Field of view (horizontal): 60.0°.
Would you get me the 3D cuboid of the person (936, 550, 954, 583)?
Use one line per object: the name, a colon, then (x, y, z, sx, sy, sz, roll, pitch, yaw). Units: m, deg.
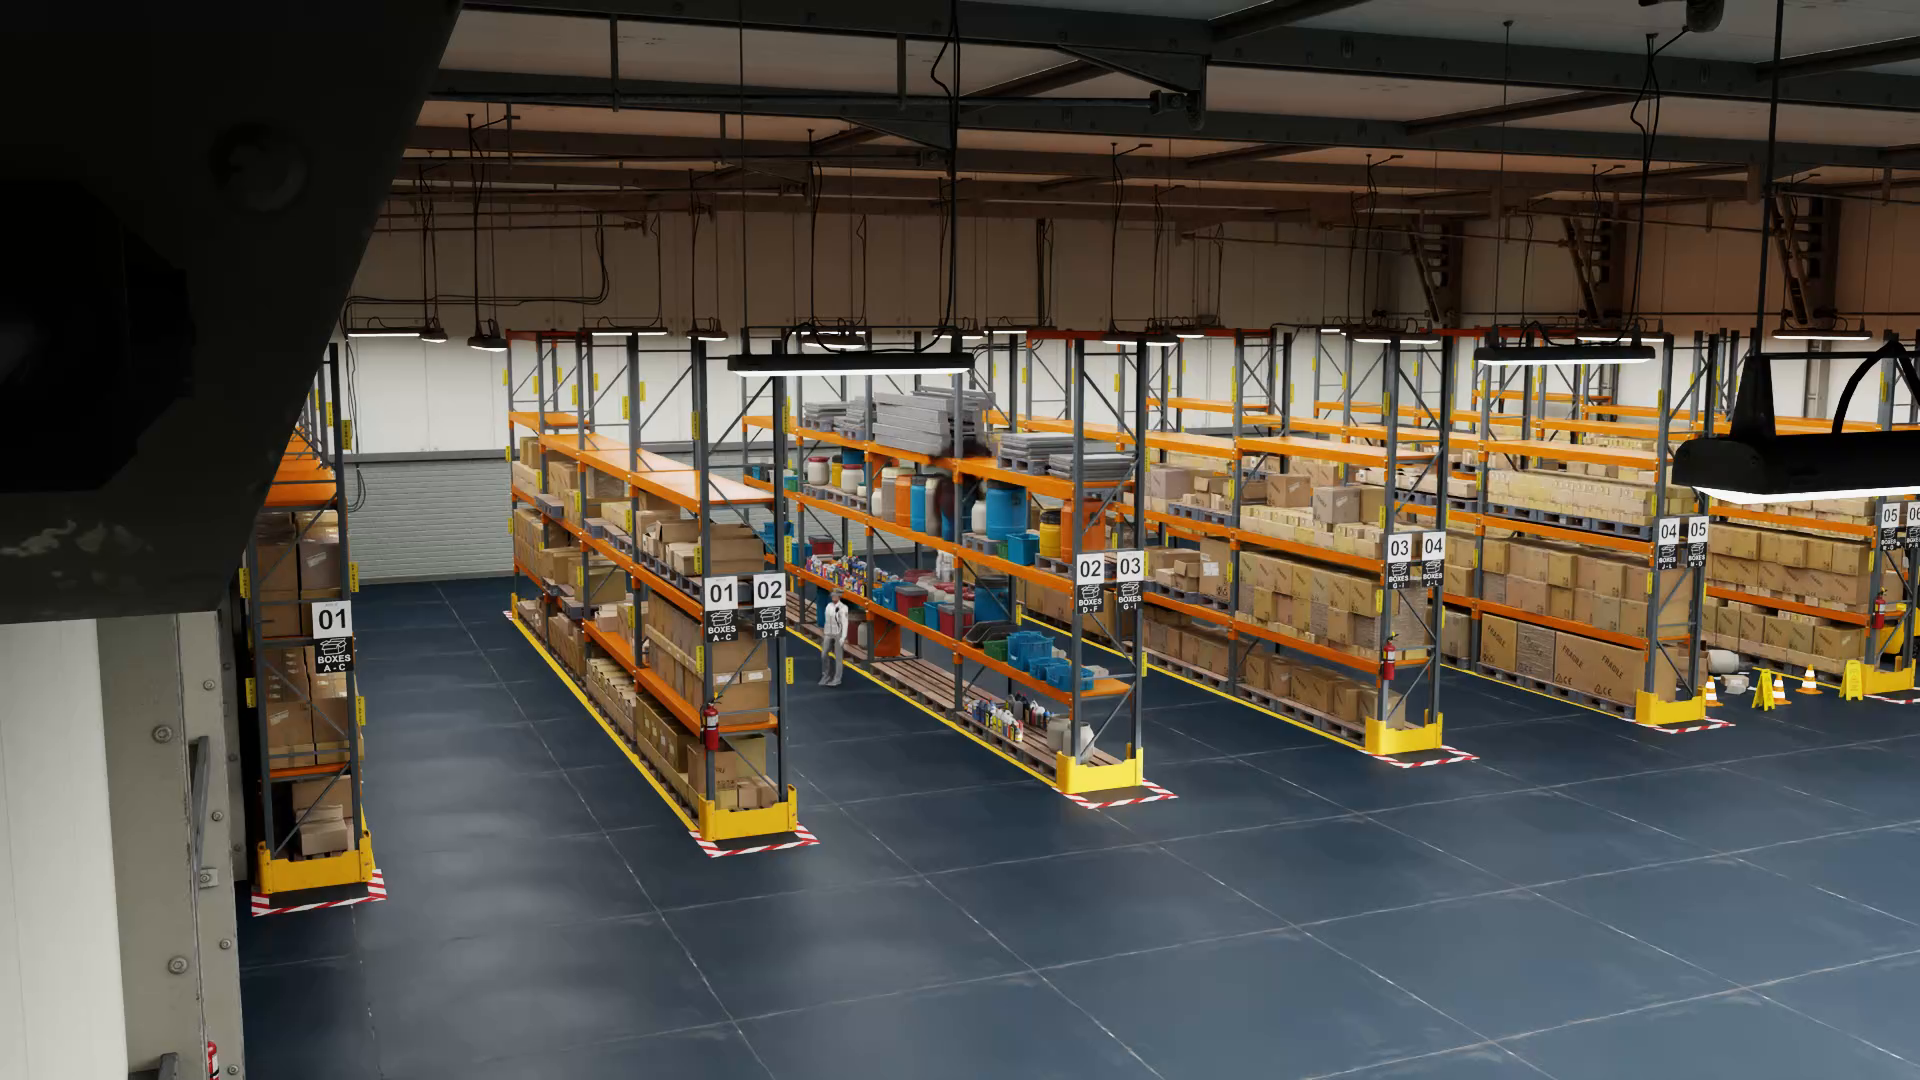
person: (-0.216, 0.658, 35.702, 0.500, 1.636, 0.983, -4, 9, -25)

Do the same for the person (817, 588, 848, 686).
person: (-2.163, 1.668, 28.376, 0.564, 1.721, 0.369, 4, 9, 30)

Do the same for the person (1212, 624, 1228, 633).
person: (5.195, 0.952, 33.023, 0.413, 1.793, 0.568, -2, 8, -15)
